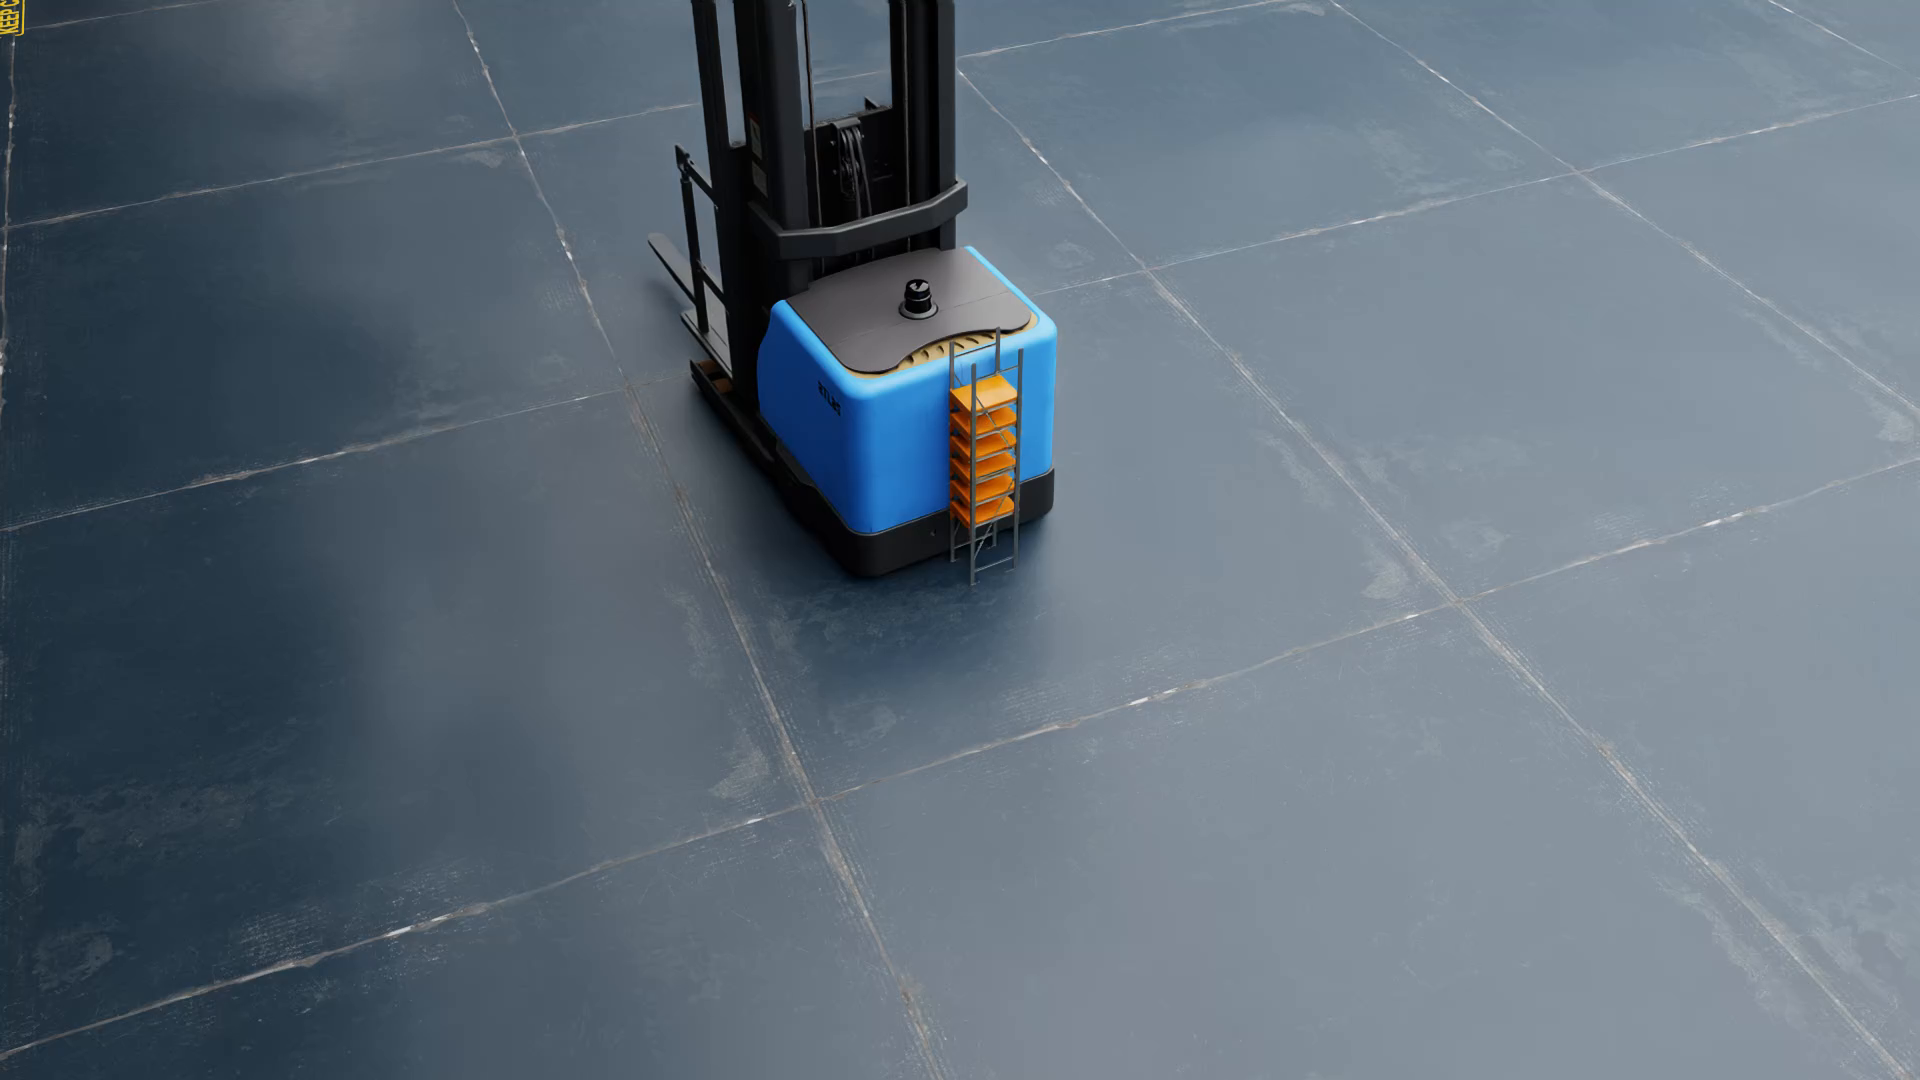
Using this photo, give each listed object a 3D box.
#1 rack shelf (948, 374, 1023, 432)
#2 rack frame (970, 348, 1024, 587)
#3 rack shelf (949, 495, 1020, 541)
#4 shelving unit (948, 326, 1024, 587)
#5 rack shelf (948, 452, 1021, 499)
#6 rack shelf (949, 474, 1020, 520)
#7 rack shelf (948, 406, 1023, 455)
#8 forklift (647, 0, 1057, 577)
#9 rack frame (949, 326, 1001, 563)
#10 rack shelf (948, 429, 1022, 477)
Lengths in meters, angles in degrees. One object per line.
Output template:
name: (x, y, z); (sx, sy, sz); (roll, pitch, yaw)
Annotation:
rack shelf: (0.107, -0.577, 6.935); (0.258, 0.103, 0.180); (-20, 45, -22)
rack frame: (0.151, -0.285, 7.080); (0.240, 1.200, 0.006); (-20, 45, -22)
rack shelf: (0.107, -0.122, 7.326); (0.258, 0.103, 0.180); (-20, 45, -22)
shelving unit: (0.107, -0.337, 7.141); (0.258, 1.200, 0.189); (-20, 45, -22)
rack shelf: (0.107, -0.304, 7.170); (0.258, 0.103, 0.180); (-20, 45, -22)
rack shelf: (0.107, -0.213, 7.248); (0.258, 0.103, 0.180); (-20, 45, -22)
rack shelf: (0.107, -0.486, 7.013); (0.258, 0.103, 0.180); (-20, 45, -22)
forklift: (-0.724, -1.897, 7.627); (1.130, 2.935, 3.031); (-20, 45, -22)
rack frame: (0.062, -0.389, 7.201); (0.240, 1.200, 0.006); (-20, 45, -22)
rack shelf: (0.107, -0.395, 7.091); (0.258, 0.103, 0.180); (-20, 45, -22)
